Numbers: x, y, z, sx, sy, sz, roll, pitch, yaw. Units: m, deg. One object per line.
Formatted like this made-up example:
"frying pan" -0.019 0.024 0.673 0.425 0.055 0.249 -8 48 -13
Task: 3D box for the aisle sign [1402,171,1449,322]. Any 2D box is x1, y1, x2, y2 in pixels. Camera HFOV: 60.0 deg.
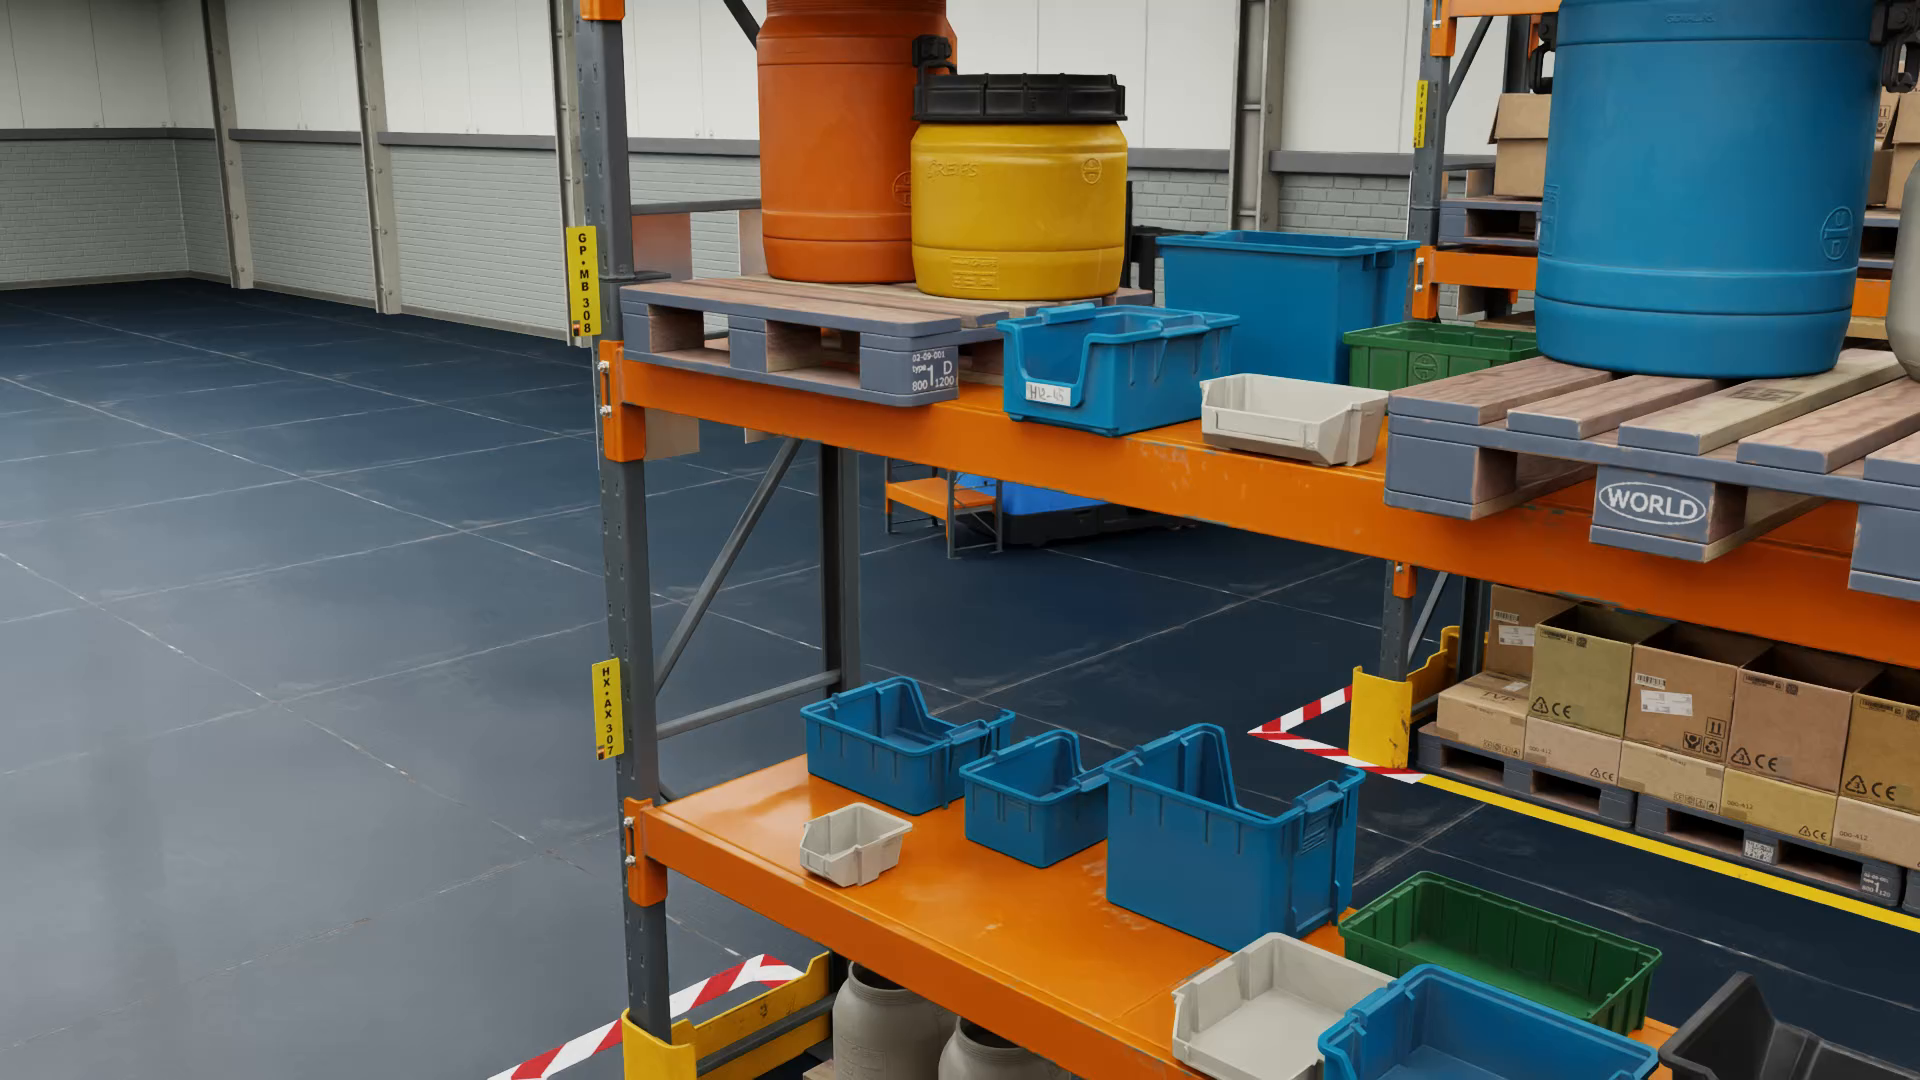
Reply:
"aisle sign" 2.435 -1.533 8.711 0.004 0.787 0.394 14 20 42

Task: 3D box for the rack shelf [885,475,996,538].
"rack shelf" -0.145 -0.289 13.778 0.538 0.278 1.000 -9 17 -31

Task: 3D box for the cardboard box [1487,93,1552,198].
"cardboard box" 3.106 -1.990 8.358 0.797 0.503 0.637 -13 19 -40

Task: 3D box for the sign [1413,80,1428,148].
"sign" 2.306 -2.132 8.327 0.005 0.325 0.100 14 20 42

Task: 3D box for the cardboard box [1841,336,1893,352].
"cardboard box" 4.167 -0.635 7.650 0.500 0.500 0.700 14 20 42

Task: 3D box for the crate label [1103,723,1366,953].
"crate label" 0.767 0.835 4.708 0.616 0.435 0.502 14 20 42

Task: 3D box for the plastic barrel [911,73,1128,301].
"plastic barrel" 0.163 -0.990 4.628 0.600 0.588 0.600 0 15 0

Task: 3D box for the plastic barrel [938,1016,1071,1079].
"plastic barrel" 0.142 1.769 5.296 0.421 0.512 0.421 0 15 0

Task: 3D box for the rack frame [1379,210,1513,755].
"rack frame" 2.695 -0.319 9.208 0.127 3.000 1.000 14 20 42

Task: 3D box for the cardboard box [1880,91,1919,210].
"cardboard box" 4.477 -1.703 7.254 0.797 0.503 0.637 -12 19 -38

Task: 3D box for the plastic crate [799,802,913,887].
"plastic crate" -0.325 0.922 4.968 0.250 0.136 0.298 14 20 42

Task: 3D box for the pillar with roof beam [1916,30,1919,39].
"pillar with roof beam" 4.247 -3.375 9.039 0.400 9.000 9.100 14 20 42

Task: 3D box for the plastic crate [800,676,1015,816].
"plastic crate" -0.178 0.684 5.651 0.616 0.251 0.499 14 20 42

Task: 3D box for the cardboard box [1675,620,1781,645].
"cardboard box" 4.018 0.657 8.593 0.500 0.500 0.500 14 20 42

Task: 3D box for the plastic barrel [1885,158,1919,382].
"plastic barrel" 1.960 -0.541 3.054 0.421 0.512 0.421 0 15 0

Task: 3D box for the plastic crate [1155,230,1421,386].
"plastic crate" 0.836 -0.586 4.313 0.575 0.384 0.392 14 20 42

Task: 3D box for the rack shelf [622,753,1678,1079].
"rack shelf" 0.694 1.277 4.508 4.000 0.370 1.077 14 20 42

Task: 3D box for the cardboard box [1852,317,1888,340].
"cardboard box" 6.615 -1.293 11.715 0.500 0.500 0.500 14 20 42

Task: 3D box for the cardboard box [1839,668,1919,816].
"cardboard box" 4.375 0.927 7.557 0.500 0.500 0.500 14 20 42

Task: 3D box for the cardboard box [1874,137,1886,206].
"cardboard box" 6.560 -2.524 11.484 0.500 0.500 0.500 -13 19 -41

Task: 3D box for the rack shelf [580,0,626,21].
"rack shelf" 0.694 -1.432 3.802 4.000 0.370 1.077 14 20 42

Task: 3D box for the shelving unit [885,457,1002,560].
"shelving unit" -0.145 -0.525 13.717 0.538 1.125 1.048 -9 17 -31

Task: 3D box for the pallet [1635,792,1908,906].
"pallet" 4.149 1.370 8.256 1.213 0.211 1.003 14 20 42

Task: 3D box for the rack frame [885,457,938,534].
"rack frame" -0.413 -0.634 14.135 0.500 1.125 0.032 -9 17 -31

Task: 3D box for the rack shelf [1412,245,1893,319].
"rack shelf" 4.135 -1.073 7.578 4.000 0.370 1.077 14 20 42

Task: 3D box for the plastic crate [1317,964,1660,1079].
"plastic crate" 1.149 1.207 3.647 0.616 0.251 0.499 14 20 42

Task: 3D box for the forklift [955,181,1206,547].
"forklift" 1.501 -1.605 14.277 3.031 2.935 1.130 -8 17 -28

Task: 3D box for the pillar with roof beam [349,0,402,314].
"pillar with roof beam" -13.030 -7.576 25.159 0.400 9.000 9.100 14 20 42

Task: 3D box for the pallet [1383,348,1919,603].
"pallet" 1.547 -0.189 3.136 1.003 0.211 1.213 14 20 42

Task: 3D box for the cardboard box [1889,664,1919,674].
"cardboard box" 4.738 0.832 7.922 0.500 0.500 0.500 14 20 42

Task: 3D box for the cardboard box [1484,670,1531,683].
"cardboard box" 3.286 0.848 9.348 0.500 0.250 0.500 14 20 42

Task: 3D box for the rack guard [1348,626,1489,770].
"rack guard" 2.678 0.886 9.540 0.348 0.500 1.175 14 20 42

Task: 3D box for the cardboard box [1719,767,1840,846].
"cardboard box" 4.005 1.205 7.978 0.500 0.250 0.500 14 20 42

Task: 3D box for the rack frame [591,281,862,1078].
"rack frame" -0.746 0.579 5.760 0.127 3.000 1.000 14 20 42

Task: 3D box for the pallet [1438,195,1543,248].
"pallet" 3.186 -1.600 8.348 1.213 0.211 1.003 14 20 42

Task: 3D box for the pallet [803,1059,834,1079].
"pallet" -0.077 2.076 5.544 1.213 0.211 1.003 14 20 42

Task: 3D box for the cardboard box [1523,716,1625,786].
"cardboard box" 3.289 1.029 8.654 0.500 0.250 0.500 14 20 42

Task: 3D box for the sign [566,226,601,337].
"sign" -1.131 -0.778 5.001 0.005 0.325 0.100 14 20 42

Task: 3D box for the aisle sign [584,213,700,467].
"aisle sign" -1.001 -0.638 5.277 0.004 0.787 0.394 14 20 42

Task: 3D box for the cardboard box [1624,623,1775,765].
"cardboard box" 3.657 0.752 8.231 0.500 0.500 0.500 14 20 42

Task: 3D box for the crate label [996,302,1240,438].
"crate label" 0.372 -0.413 3.913 0.408 0.251 0.502 14 20 42
